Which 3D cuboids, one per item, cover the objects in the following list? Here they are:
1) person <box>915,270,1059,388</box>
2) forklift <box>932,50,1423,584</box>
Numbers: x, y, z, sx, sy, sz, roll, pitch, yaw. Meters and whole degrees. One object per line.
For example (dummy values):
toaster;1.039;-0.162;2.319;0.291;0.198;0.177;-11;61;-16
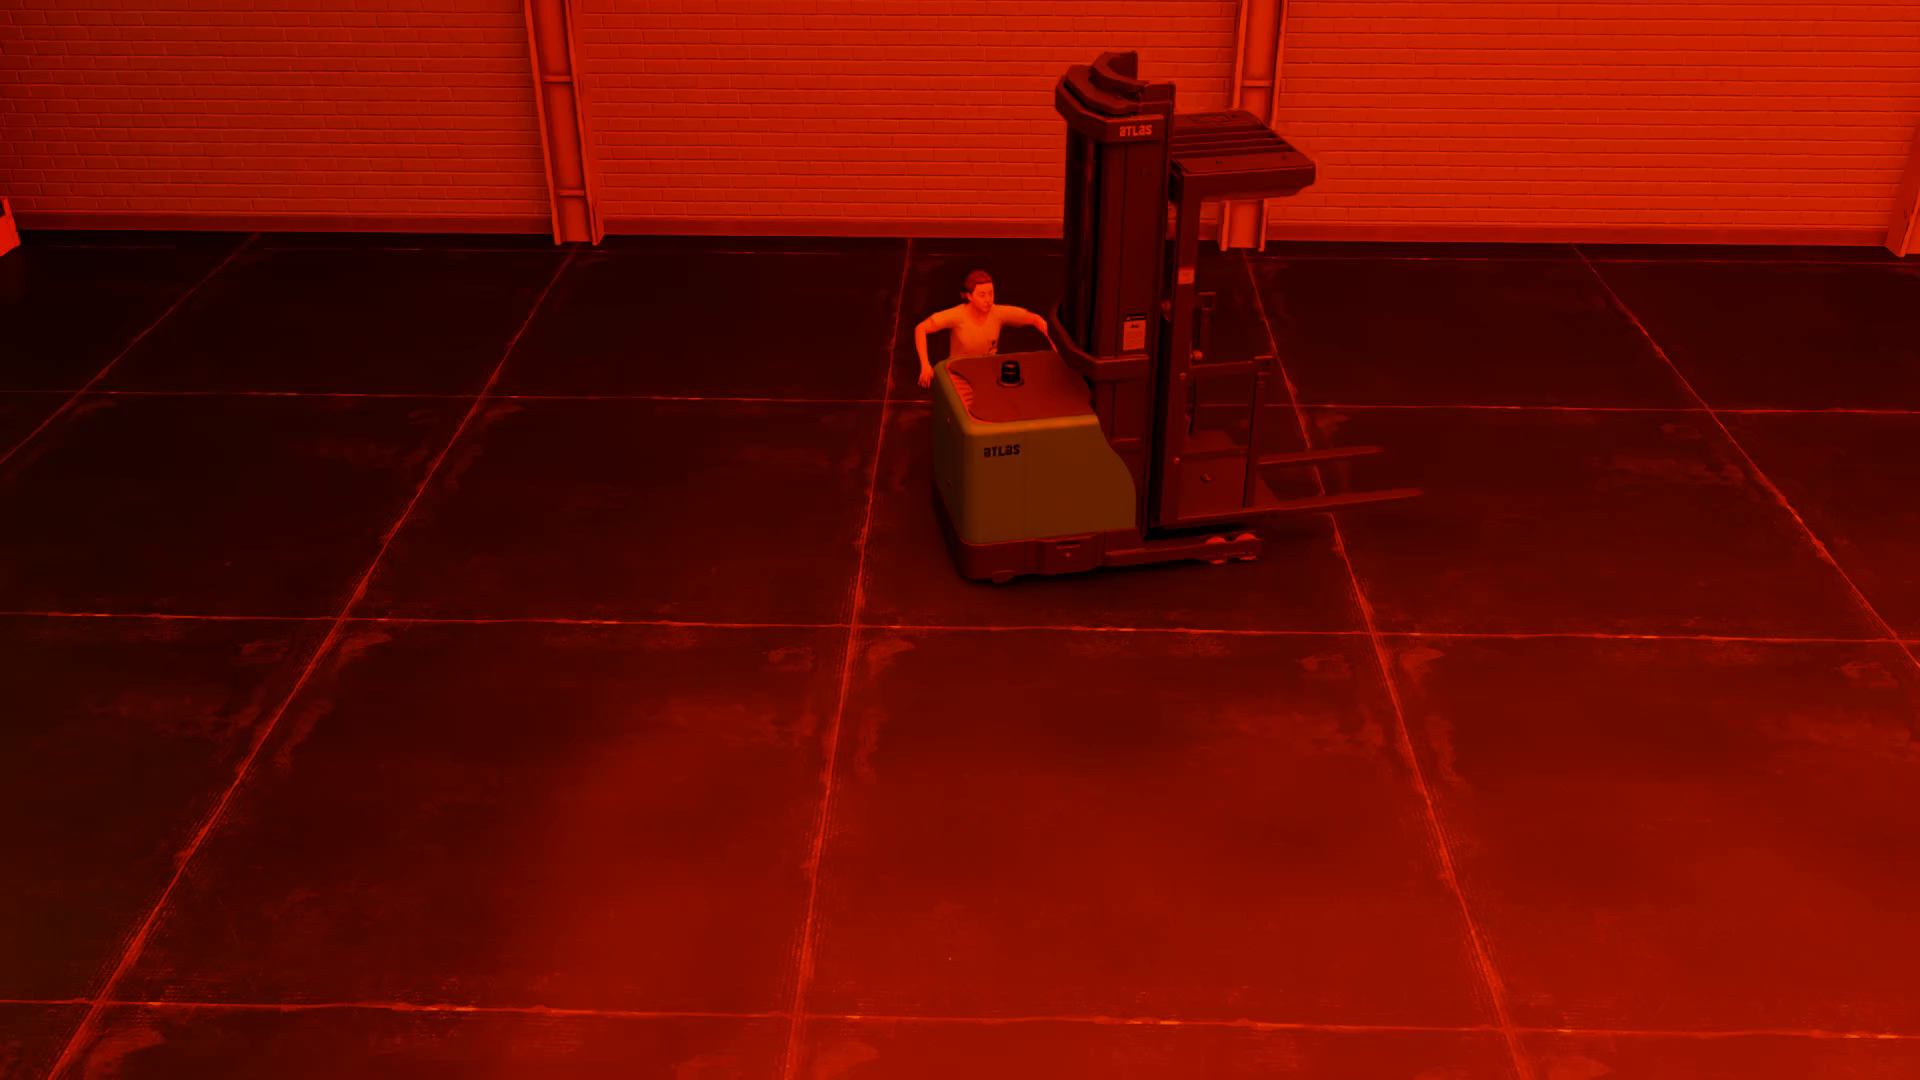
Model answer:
person;0.200;-0.976;10.642;0.997;1.410;0.793;-13;33;-21
forklift;1.393;-1.371;9.940;3.031;2.935;1.130;-6;31;-10
